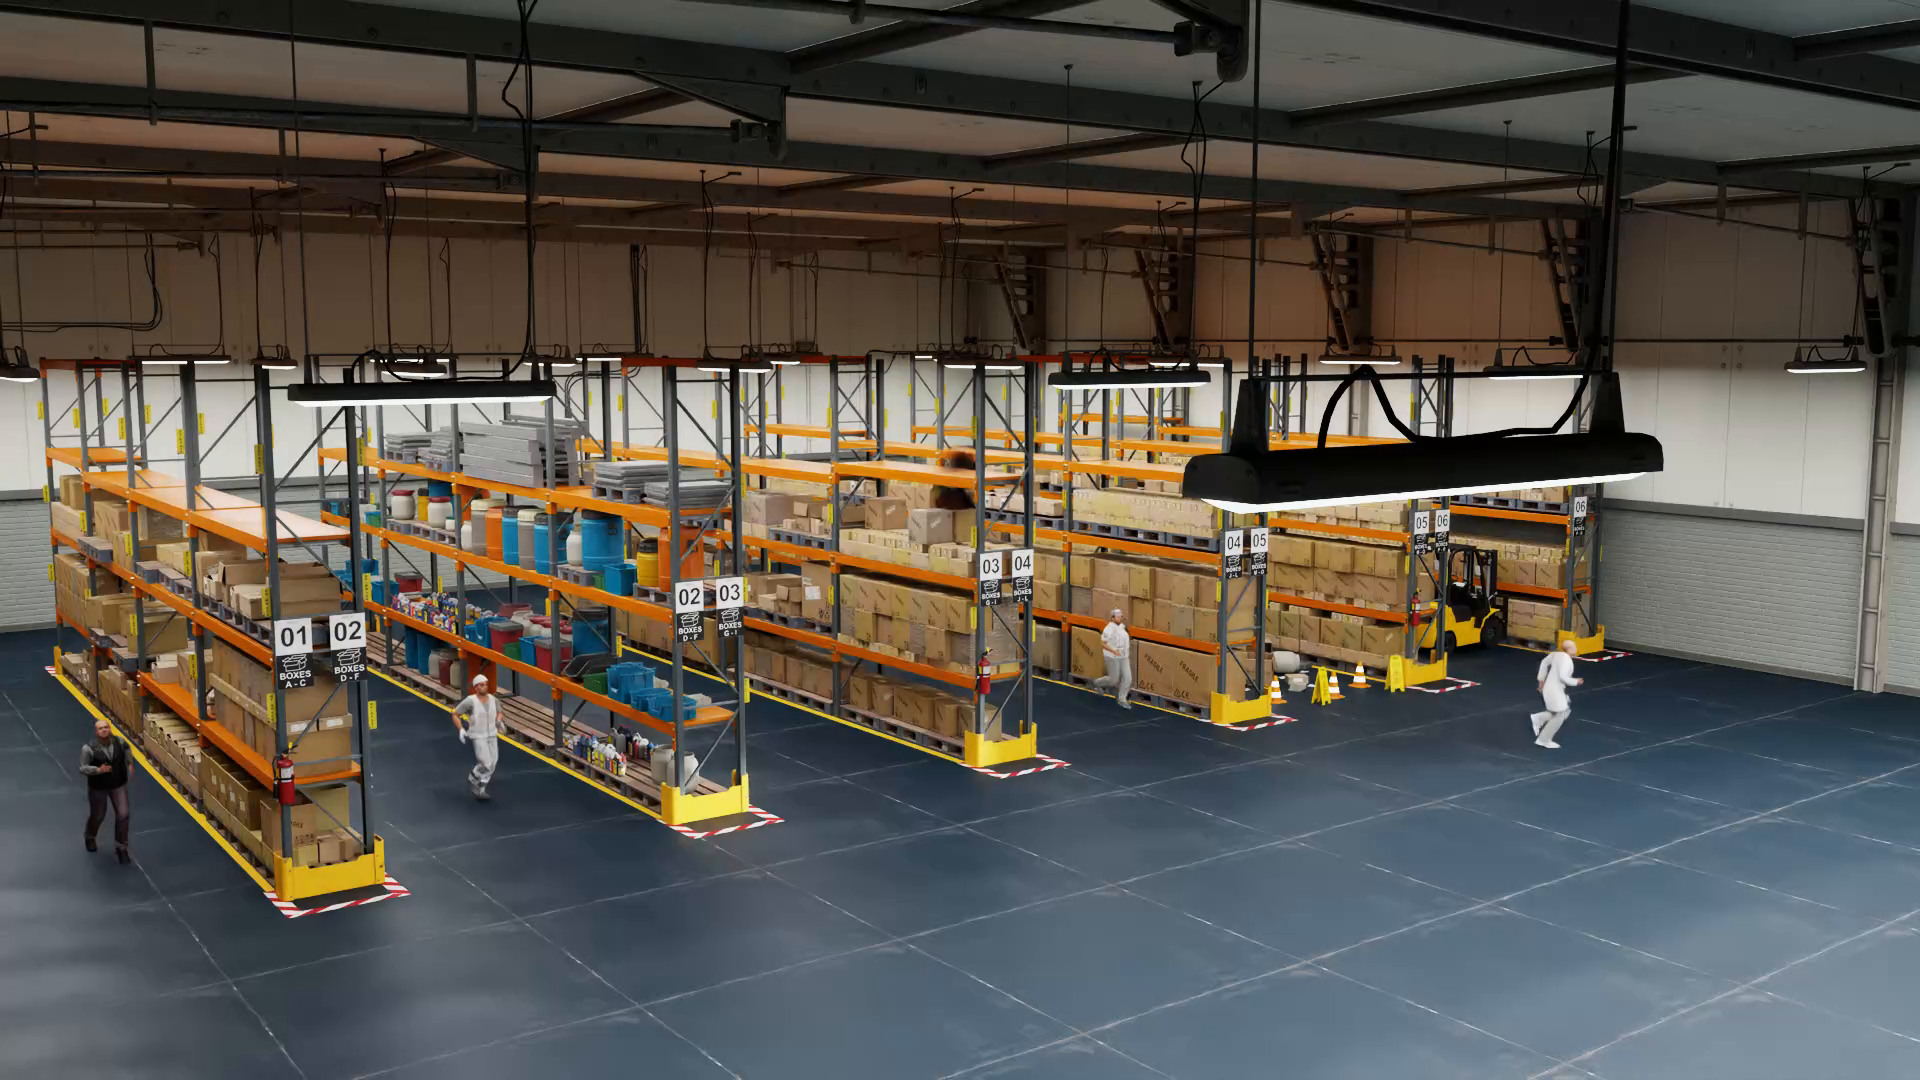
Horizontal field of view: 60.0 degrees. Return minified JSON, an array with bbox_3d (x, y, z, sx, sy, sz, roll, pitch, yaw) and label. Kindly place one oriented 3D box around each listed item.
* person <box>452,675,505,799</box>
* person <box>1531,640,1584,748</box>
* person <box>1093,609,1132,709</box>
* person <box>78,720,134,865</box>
[{"bbox_3d":[-6.517,2.720,22.812,0.603,1.738,0.664,6,9,40],"label":"person"},{"bbox_3d":[9.287,2.400,25.846,0.755,1.723,0.687,2,7,13],"label":"person"},{"bbox_3d":[2.600,1.969,27.915,0.607,1.655,0.769,-6,9,-40],"label":"person"},{"bbox_3d":[-10.423,3.050,20.314,0.662,1.776,0.903,-6,9,-41],"label":"person"}]
